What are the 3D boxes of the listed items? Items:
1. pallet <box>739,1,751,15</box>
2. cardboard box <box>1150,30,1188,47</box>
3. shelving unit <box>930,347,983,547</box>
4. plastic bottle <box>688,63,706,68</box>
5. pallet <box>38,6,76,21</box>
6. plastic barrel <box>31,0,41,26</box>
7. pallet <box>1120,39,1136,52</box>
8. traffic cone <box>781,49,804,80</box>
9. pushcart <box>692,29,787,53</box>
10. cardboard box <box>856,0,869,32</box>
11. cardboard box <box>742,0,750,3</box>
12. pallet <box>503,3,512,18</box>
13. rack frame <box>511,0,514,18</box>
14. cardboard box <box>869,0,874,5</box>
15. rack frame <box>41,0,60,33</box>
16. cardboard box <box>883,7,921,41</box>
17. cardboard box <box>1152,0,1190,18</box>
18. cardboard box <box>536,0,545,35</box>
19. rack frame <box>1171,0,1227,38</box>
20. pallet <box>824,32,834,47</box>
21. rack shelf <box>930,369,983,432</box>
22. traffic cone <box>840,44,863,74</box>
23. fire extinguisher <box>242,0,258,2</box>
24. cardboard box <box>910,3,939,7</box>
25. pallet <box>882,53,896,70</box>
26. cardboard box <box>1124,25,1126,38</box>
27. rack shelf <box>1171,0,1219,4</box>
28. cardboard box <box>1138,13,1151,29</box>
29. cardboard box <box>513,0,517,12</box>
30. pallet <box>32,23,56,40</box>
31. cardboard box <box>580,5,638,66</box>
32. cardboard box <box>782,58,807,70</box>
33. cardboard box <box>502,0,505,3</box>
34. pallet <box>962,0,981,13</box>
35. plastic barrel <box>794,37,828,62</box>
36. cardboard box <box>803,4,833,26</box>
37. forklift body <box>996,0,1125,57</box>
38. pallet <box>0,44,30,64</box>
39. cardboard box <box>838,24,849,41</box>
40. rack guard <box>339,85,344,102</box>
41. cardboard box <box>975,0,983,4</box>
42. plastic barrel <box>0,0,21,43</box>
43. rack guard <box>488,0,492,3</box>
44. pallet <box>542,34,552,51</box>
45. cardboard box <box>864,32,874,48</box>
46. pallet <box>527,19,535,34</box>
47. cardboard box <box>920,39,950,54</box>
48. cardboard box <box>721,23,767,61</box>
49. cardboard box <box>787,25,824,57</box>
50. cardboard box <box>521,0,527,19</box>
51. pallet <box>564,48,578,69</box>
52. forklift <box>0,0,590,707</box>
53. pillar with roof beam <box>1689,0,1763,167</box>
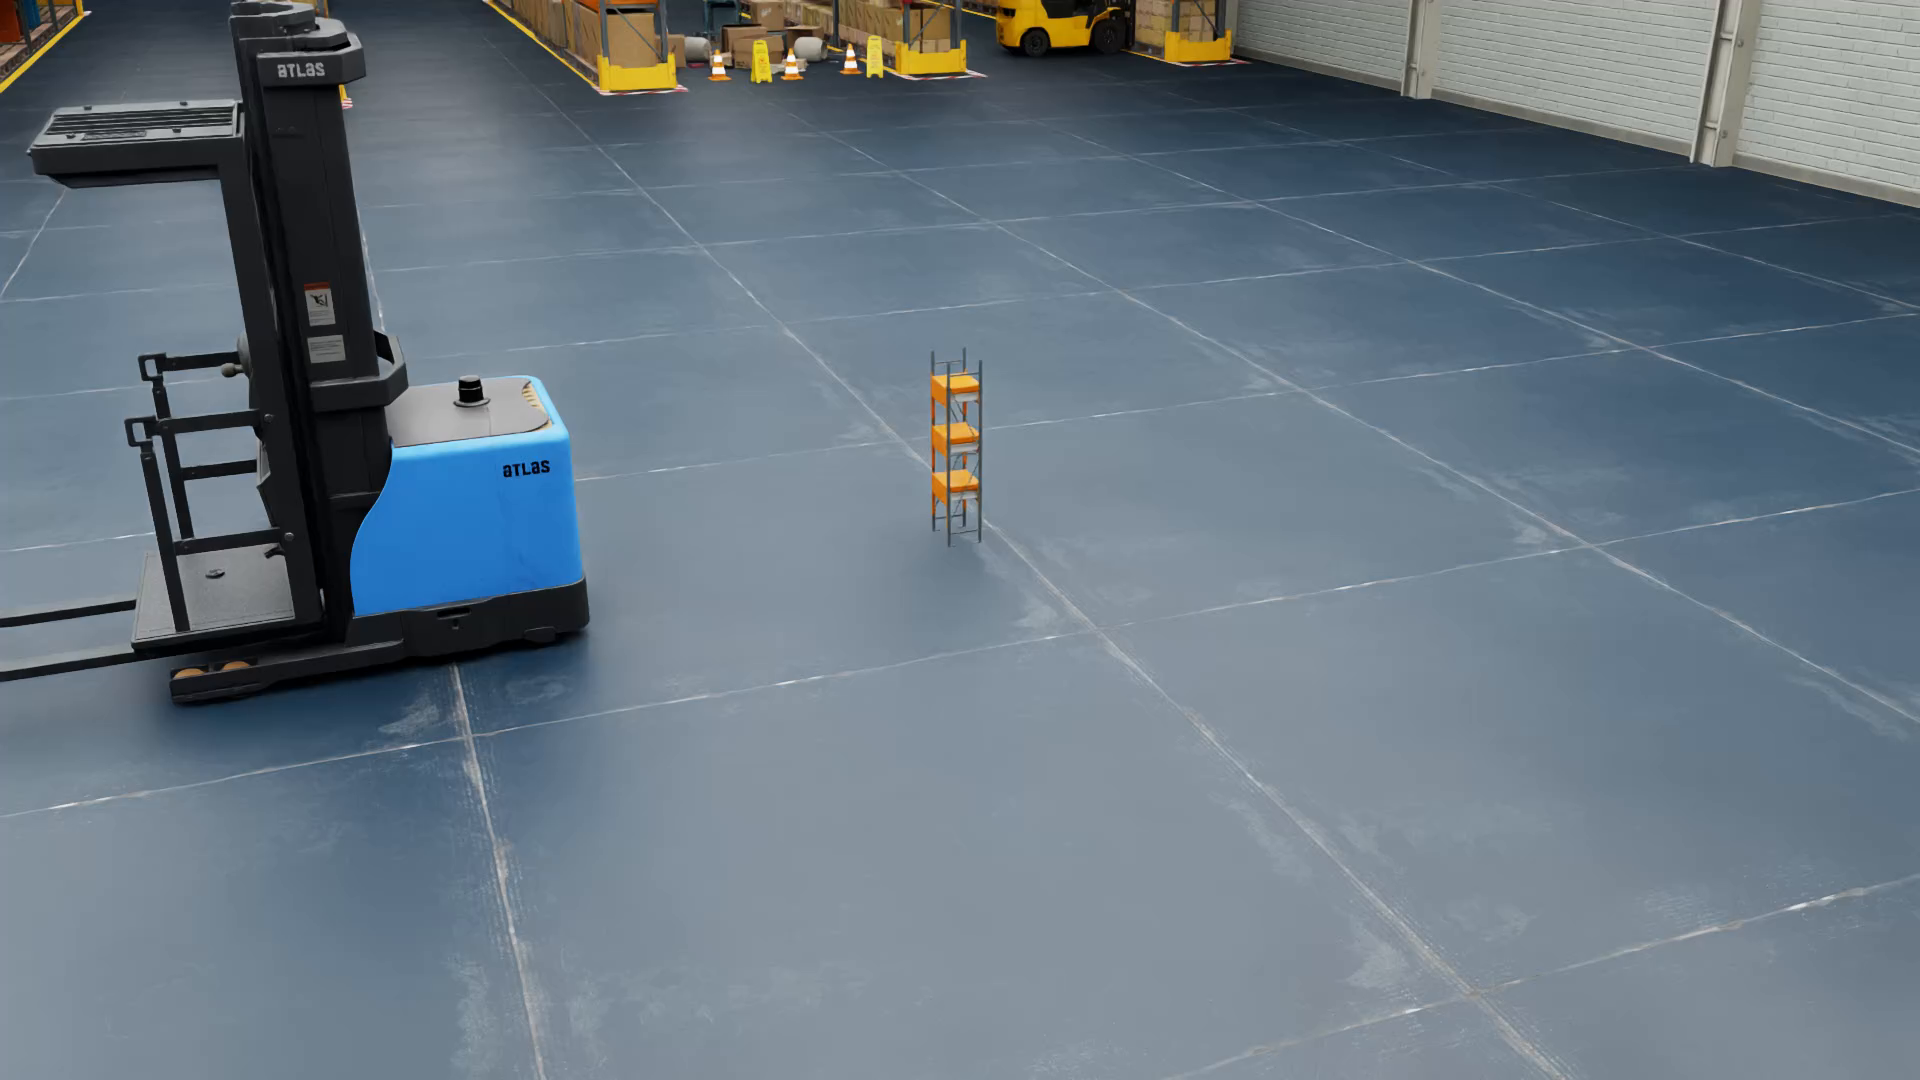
[{"bbox_3d":[-4.354,-12.007,37.466,1.003,0.211,1.213,-8,24,-19],"label":"pallet"},{"bbox_3d":[3.723,-8.938,29.594,0.500,0.250,0.500,-8,24,-19],"label":"cardboard box"},{"bbox_3d":[-0.019,-0.503,9.092,0.215,1.050,0.252,-8,24,-19],"label":"shelving unit"},{"bbox_3d":[-4.498,-8.126,28.451,0.283,0.061,0.133,-18,29,-37],"label":"plastic bottle"},{"bbox_3d":[-19.759,-11.386,35.993,1.003,0.211,1.213,-8,24,-19],"label":"pallet"},{"bbox_3d":[-18.425,-10.549,32.578,0.600,0.901,0.708,-8,24,-19],"label":"plastic barrel"},{"bbox_3d":[3.448,-9.314,31.076,1.003,0.211,1.213,-8,24,-19],"label":"pallet"},{"bbox_3d":[-2.734,-7.736,27.009,0.336,0.463,0.334,-8,24,-19],"label":"traffic cone"},{"bbox_3d":[-3.986,-9.116,30.392,1.648,0.377,0.936,-18,29,-37],"label":"pushcart"},{"bbox_3d":[-1.533,-9.294,29.473,0.500,0.500,0.500,-7,24,-16],"label":"cardboard box"},{"bbox_3d":[-4.403,-12.562,37.387,0.875,0.875,0.875,-8,24,-17],"label":"cardboard box"},{"bbox_3d":[-9.562,-11.800,36.975,1.003,0.211,1.213,-8,24,-19],"label":"pallet"},{"bbox_3d":[-9.292,-12.846,35.866,1.000,3.000,0.127,-8,24,-19],"label":"rack frame"},{"bbox_3d":[-1.354,-9.340,28.747,0.380,0.149,0.250,-7,24,-17],"label":"cardboard box"},{"bbox_3d":[-18.601,-11.523,32.726,1.000,3.000,0.127,-8,24,-19],"label":"rack frame"},{"bbox_3d":[-0.984,-8.729,28.132,0.500,0.500,0.500,-8,24,-19],"label":"cardboard box"},{"bbox_3d":[3.730,-9.396,29.393,0.500,0.250,0.500,-8,24,-17],"label":"cardboard box"},{"bbox_3d":[-7.436,-9.999,31.467,1.050,0.750,0.750,-8,24,-18],"label":"cardboard box"},{"bbox_3d":[4.185,-9.884,28.839,1.000,3.000,0.127,-8,24,-19],"label":"rack frame"},{"bbox_3d":[-2.147,-9.653,31.880,1.003,0.211,1.213,-8,24,-19],"label":"pallet"},{"bbox_3d":[-0.019,-0.755,8.986,0.215,0.259,0.240,-8,24,-19],"label":"rack shelf"},{"bbox_3d":[-1.816,-8.012,27.663,0.336,0.463,0.334,-8,24,-19],"label":"traffic cone"},{"bbox_3d":[-10.119,-7.702,23.760,0.296,0.674,0.183,-8,24,-19],"label":"fire extinguisher"},{"bbox_3d":[-0.681,-9.003,28.782,0.500,0.500,0.500,-9,25,-21],"label":"cardboard box"},{"bbox_3d":[-0.738,-8.244,28.539,1.003,0.211,1.213,-8,24,-19],"label":"pallet"},{"bbox_3d":[3.184,-9.489,30.900,0.500,0.250,0.500,-8,24,-17],"label":"cardboard box"},{"bbox_3d":[3.478,-10.279,30.703,1.077,0.370,4.000,-8,24,-19],"label":"rack shelf"},{"bbox_3d":[3.553,-9.359,29.948,0.500,0.250,0.500,-9,24,-20],"label":"cardboard box"},{"bbox_3d":[-9.279,-11.583,35.547,0.500,0.500,0.500,-7,24,-17],"label":"cardboard box"},{"bbox_3d":[-18.368,-9.952,32.589,1.003,0.211,1.213,-8,24,-19],"label":"pallet"},{"bbox_3d":[-5.667,-8.257,27.173,0.875,0.875,0.875,-9,24,-20],"label":"cardboard box"},{"bbox_3d":[-2.810,-8.087,28.245,0.380,0.149,0.250,4,23,9],"label":"cardboard box"},{"bbox_3d":[-10.115,-12.198,37.458,0.380,0.149,0.250,-8,24,-19],"label":"cardboard box"},{"bbox_3d":[0.703,-12.225,37.983,1.003,0.211,1.213,-8,24,-19],"label":"pallet"},{"bbox_3d":[-2.603,-8.557,29.008,0.512,0.421,0.421,8,24,18],"label":"plastic barrel"},{"bbox_3d":[-2.563,-10.341,32.766,0.950,0.372,0.625,-8,24,-17],"label":"cardboard box"},{"bbox_3d":[1.808,-9.932,30.045,2.313,2.155,1.214,-8,24,-19],"label":"forklift body"},{"bbox_3d":[-16.951,-8.497,29.139,1.003,0.211,1.213,-8,24,-19],"label":"pallet"},{"bbox_3d":[-1.915,-9.330,30.524,0.500,0.250,0.500,-10,25,-21],"label":"cardboard box"},{"bbox_3d":[-9.755,-6.718,24.545,1.175,0.500,0.348,-8,24,-19],"label":"rack guard"},{"bbox_3d":[0.654,-12.330,37.319,0.500,0.500,0.500,-7,24,-17],"label":"cardboard box"},{"bbox_3d":[-17.377,-9.438,30.034,0.600,0.830,0.708,-8,24,-19],"label":"plastic barrel"},{"bbox_3d":[-10.678,-13.120,39.735,1.175,0.500,0.348,-8,24,-19],"label":"rack guard"},{"bbox_3d":[-7.244,-9.368,31.205,1.003,0.211,1.213,-8,24,-19],"label":"pallet"},{"bbox_3d":[-1.360,-8.764,29.180,0.500,0.250,0.500,-9,25,-21],"label":"cardboard box"},{"bbox_3d":[-8.153,-10.392,33.634,1.003,0.211,1.213,-8,24,-19],"label":"pallet"},{"bbox_3d":[-0.484,-8.459,28.458,0.500,0.250,0.500,-9,24,-19],"label":"cardboard box"},{"bbox_3d":[-3.785,-8.743,29.172,0.797,0.637,0.503,-8,24,-19],"label":"cardboard box"},{"bbox_3d":[-2.765,-8.928,29.786,0.500,0.500,0.500,8,24,18],"label":"cardboard box"},{"bbox_3d":[-8.738,-11.017,34.203,0.500,0.500,0.500,-9,25,-21],"label":"cardboard box"},{"bbox_3d":[-6.270,-8.367,28.830,1.003,0.211,1.213,-8,24,-19],"label":"pallet"},{"bbox_3d":[-3.379,-0.835,7.457,3.031,2.935,1.130,-9,24,-20],"label":"forklift"},{"bbox_3d":[4.994,-8.074,16.821,9.100,9.000,0.400,-8,24,-19],"label":"pillar with roof beam"}]
